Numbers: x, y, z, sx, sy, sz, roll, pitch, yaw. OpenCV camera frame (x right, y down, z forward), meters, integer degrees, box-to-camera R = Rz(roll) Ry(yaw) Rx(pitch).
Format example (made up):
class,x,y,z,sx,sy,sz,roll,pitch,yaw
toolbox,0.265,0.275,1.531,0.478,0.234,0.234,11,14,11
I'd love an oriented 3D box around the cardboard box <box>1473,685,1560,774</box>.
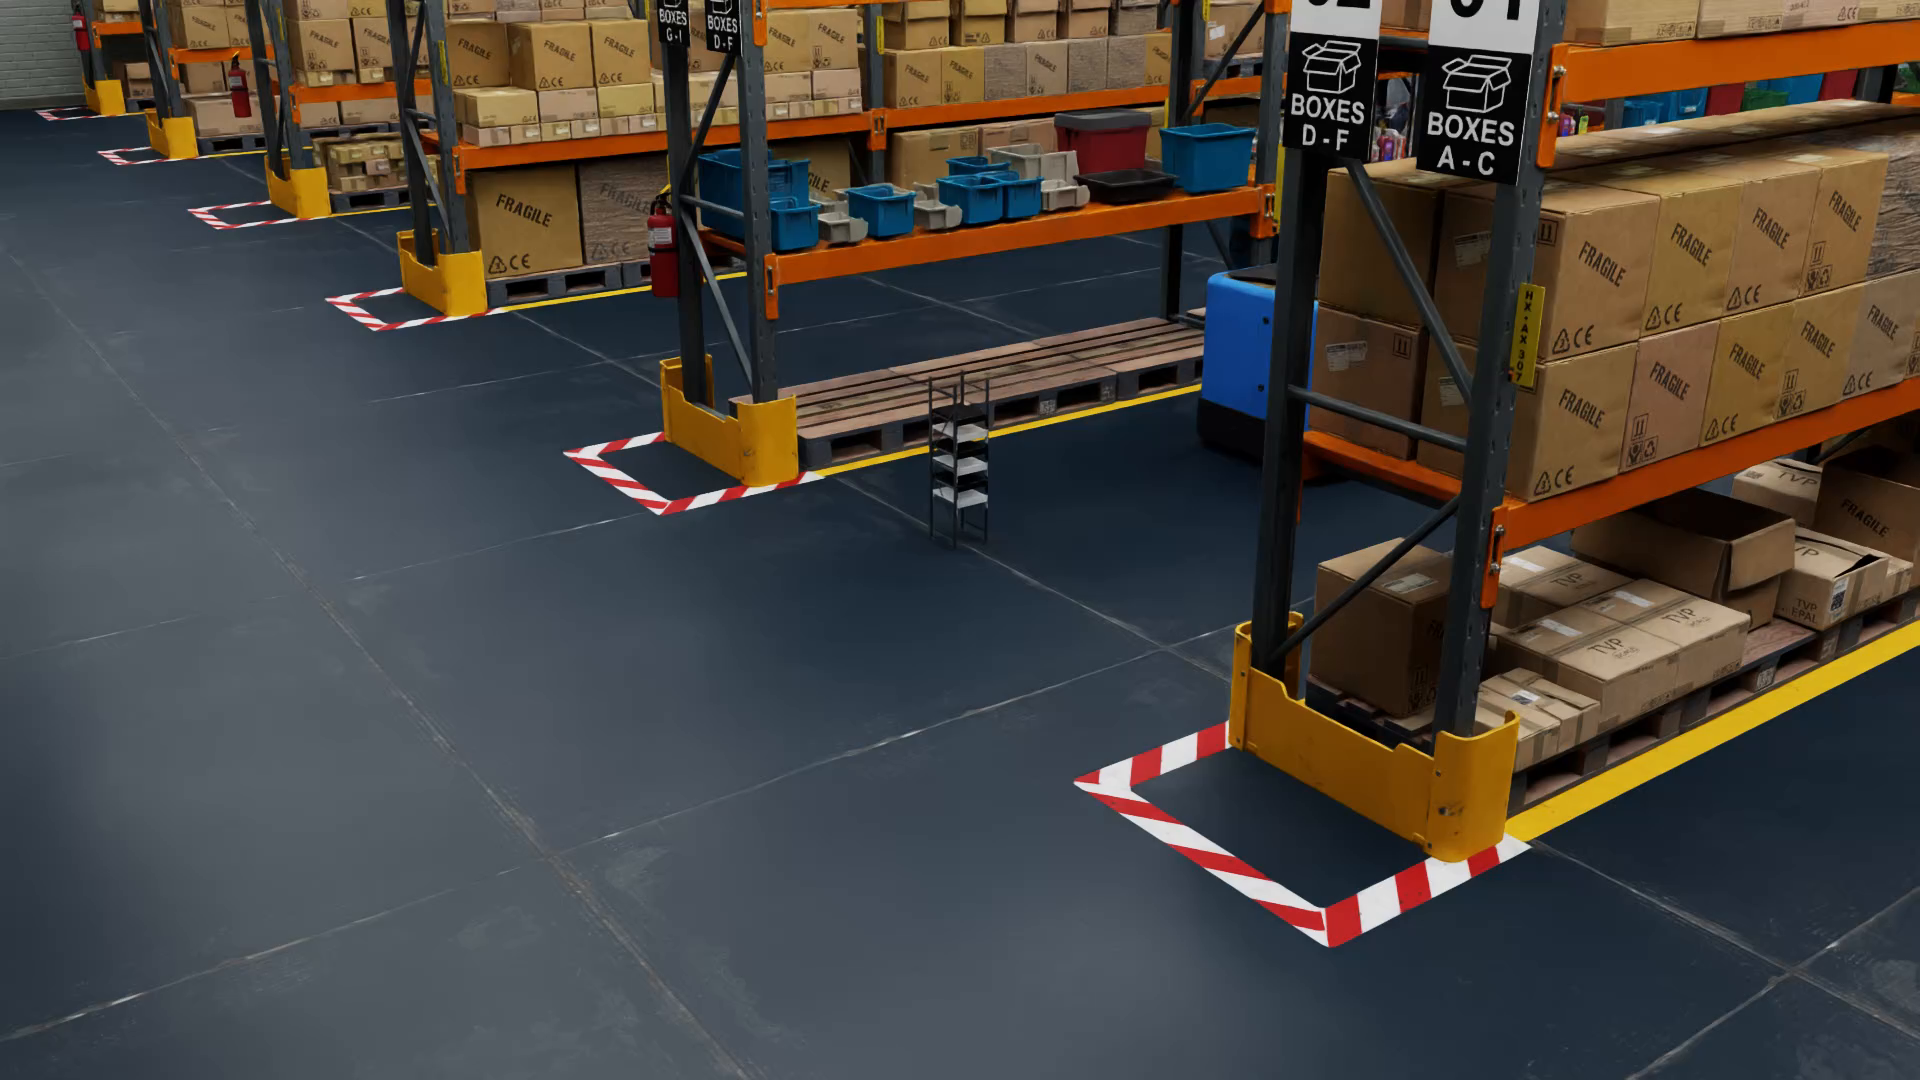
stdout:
class,x,y,z,sx,sy,sz,roll,pitch,yaw
cardboard box,2.035,0.714,6.312,0.250,0.149,0.380,-15,26,-33

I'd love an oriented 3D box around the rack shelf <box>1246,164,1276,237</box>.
class,x,y,z,sx,sy,sz,roll,pitch,yaw
rack shelf,3.475,-2.874,13.022,4.000,0.370,1.077,-15,26,-33

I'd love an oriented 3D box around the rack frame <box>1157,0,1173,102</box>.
class,x,y,z,sx,sy,sz,roll,pitch,yaw
rack frame,2.638,-7.511,23.671,0.127,3.000,1.000,-15,26,-33

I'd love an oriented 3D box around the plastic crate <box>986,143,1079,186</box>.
class,x,y,z,sx,sy,sz,roll,pitch,yaw
plastic crate,0.504,-2.473,11.125,0.530,0.282,0.437,-15,26,-33

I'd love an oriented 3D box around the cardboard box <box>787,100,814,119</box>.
class,x,y,z,sx,sy,sz,roll,pitch,yaw
cardboard box,-1.515,-3.873,14.893,0.250,0.149,0.380,-15,26,-34

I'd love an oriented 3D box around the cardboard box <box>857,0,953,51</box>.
class,x,y,z,sx,sy,sz,roll,pitch,yaw
cardboard box,-0.528,-4.918,15.686,0.637,0.503,0.797,-16,27,-34

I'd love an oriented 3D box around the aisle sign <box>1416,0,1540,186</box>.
class,x,y,z,sx,sy,sz,roll,pitch,yaw
aisle sign,1.610,-1.523,5.157,0.004,0.787,0.394,-15,26,-33

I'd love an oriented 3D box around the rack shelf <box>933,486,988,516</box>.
class,x,y,z,sx,sy,sz,roll,pitch,yaw
rack shelf,-0.007,-0.218,8.804,0.200,0.077,0.258,-15,26,-33

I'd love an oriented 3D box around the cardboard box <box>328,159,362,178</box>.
class,x,y,z,sx,sy,sz,roll,pitch,yaw
cardboard box,-6.528,-3.959,17.648,0.250,0.149,0.380,-14,26,-31

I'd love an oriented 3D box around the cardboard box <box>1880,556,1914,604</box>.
class,x,y,z,sx,sy,sz,roll,pitch,yaw
cardboard box,4.175,0.144,7.742,0.250,0.149,0.380,-15,26,-33

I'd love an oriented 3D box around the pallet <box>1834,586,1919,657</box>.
class,x,y,z,sx,sy,sz,roll,pitch,yaw
pallet,4.183,0.160,8.212,1.213,0.211,1.003,-15,26,-33

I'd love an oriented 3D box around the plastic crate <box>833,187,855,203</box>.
class,x,y,z,sx,sy,sz,roll,pitch,yaw
plastic crate,-0.596,-2.104,10.397,0.243,0.136,0.396,-15,26,-33

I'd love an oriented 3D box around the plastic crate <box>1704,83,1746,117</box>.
class,x,y,z,sx,sy,sz,roll,pitch,yaw
plastic crate,6.588,-3.928,14.607,0.583,0.464,0.402,-15,26,-33

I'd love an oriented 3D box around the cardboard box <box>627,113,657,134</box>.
class,x,y,z,sx,sy,sz,roll,pitch,yaw
cardboard box,-2.765,-3.539,14.058,0.250,0.149,0.380,-15,26,-33

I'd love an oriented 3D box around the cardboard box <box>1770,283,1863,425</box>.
class,x,y,z,sx,sy,sz,roll,pitch,yaw
cardboard box,3.240,-0.810,6.744,0.500,0.500,0.500,-15,26,-32

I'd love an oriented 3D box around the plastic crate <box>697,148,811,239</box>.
class,x,y,z,sx,sy,sz,roll,pitch,yaw
plastic crate,-1.233,-2.082,9.939,0.499,0.435,0.616,-15,26,-33

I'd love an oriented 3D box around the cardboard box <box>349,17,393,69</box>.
class,x,y,z,sx,sy,sz,roll,pitch,yaw
cardboard box,-6.158,-5.236,17.433,0.500,0.500,0.500,-15,26,-33

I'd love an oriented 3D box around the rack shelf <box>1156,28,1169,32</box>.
class,x,y,z,sx,sy,sz,roll,pitch,yaw
rack shelf,1.014,-6.744,22.720,4.000,0.370,1.077,-15,26,-33

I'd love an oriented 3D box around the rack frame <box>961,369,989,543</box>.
class,x,y,z,sx,sy,sz,roll,pitch,yaw
rack frame,0.076,-0.438,8.780,0.006,0.900,0.240,-15,26,-33

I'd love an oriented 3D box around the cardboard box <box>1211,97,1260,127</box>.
class,x,y,z,sx,sy,sz,roll,pitch,yaw
cardboard box,3.156,-4.794,18.632,0.500,0.250,0.500,-12,25,-27

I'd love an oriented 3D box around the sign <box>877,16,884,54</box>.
class,x,y,z,sx,sy,sz,roll,pitch,yaw
sign,-0.716,-4.537,14.945,0.005,0.325,0.100,-15,26,-33

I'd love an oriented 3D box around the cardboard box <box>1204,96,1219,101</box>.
class,x,y,z,sx,sy,sz,roll,pitch,yaw
cardboard box,3.189,-6.834,24.276,0.875,0.875,0.875,-14,26,-32

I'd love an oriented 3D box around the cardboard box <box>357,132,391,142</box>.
class,x,y,z,sx,sy,sz,roll,pitch,yaw
cardboard box,-6.448,-4.383,18.310,0.250,0.149,0.380,-16,27,-34

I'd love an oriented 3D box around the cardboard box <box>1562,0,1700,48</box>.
class,x,y,z,sx,sy,sz,roll,pitch,yaw
cardboard box,2.059,-1.776,5.456,0.500,0.250,0.500,-15,26,-33

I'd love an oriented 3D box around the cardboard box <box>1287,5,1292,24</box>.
class,x,y,z,sx,sy,sz,roll,pitch,yaw
cardboard box,4.099,-5.837,18.770,0.637,0.503,0.797,-12,25,-27

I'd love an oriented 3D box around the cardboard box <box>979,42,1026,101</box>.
class,x,y,z,sx,sy,sz,roll,pitch,yaw
cardboard box,0.292,-4.553,16.125,0.500,0.500,0.500,-16,27,-34

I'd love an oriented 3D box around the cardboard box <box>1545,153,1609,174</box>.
class,x,y,z,sx,sy,sz,roll,pitch,yaw
cardboard box,2.104,-1.218,6.417,0.500,0.500,0.500,-14,26,-31

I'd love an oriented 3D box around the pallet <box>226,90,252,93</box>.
class,x,y,z,sx,sy,sz,roll,pitch,yaw
pallet,-11.280,-7.030,26.229,1.213,0.211,1.003,-15,26,-33

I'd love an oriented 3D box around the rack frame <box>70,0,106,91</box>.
class,x,y,z,sx,sy,sz,roll,pitch,yaw
rack frame,-12.978,-7.873,24.580,0.127,3.000,1.000,-15,26,-33

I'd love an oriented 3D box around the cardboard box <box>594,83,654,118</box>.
class,x,y,z,sx,sy,sz,roll,pitch,yaw
cardboard box,-2.913,-3.713,13.954,0.500,0.250,0.500,-16,27,-35

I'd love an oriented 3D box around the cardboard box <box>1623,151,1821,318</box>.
class,x,y,z,sx,sy,sz,roll,pitch,yaw
cardboard box,2.837,-1.168,6.292,0.500,0.500,0.500,-15,26,-32

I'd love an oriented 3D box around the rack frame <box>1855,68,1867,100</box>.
class,x,y,z,sx,sy,sz,roll,pitch,yaw
rack frame,8.345,-4.507,16.143,0.127,3.000,1.000,-15,26,-33

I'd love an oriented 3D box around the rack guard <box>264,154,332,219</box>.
class,x,y,z,sx,sy,sz,roll,pitch,yaw
rack guard,-7.041,-3.769,17.667,0.348,0.500,1.175,-15,26,-33

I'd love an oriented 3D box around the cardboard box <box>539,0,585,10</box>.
class,x,y,z,sx,sy,sz,roll,pitch,yaw
cardboard box,-4.496,-6.132,18.330,0.500,0.500,0.500,-16,27,-34

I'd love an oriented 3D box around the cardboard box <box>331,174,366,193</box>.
class,x,y,z,sx,sy,sz,roll,pitch,yaw
cardboard box,-6.491,-3.801,17.656,0.250,0.149,0.380,-14,26,-32

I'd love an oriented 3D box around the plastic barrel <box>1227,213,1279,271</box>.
class,x,y,z,sx,sy,sz,roll,pitch,yaw
plastic barrel,2.303,-2.108,12.397,0.708,0.901,0.600,-15,26,-33

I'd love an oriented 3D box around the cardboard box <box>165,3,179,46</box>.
class,x,y,z,sx,sy,sz,roll,pitch,yaw
cardboard box,-9.839,-6.611,21.282,0.500,0.500,0.500,-15,26,-33

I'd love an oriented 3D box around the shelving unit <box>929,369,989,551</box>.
class,x,y,z,sx,sy,sz,roll,pitch,yaw
shelving unit,-0.007,-0.416,8.725,0.210,0.900,0.258,-15,26,-33

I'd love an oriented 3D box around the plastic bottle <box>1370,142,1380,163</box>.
class,x,y,z,sx,sy,sz,roll,pitch,yaw
plastic bottle,3.015,-2.807,12.150,0.097,0.201,0.097,0,22,0

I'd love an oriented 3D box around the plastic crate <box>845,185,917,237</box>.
class,x,y,z,sx,sy,sz,roll,pitch,yaw
plastic crate,-0.469,-1.956,9.896,0.300,0.233,0.416,-15,26,-33

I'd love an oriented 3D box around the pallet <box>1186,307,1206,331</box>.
class,x,y,z,sx,sy,sz,roll,pitch,yaw
pallet,2.502,-1.634,12.707,1.213,0.211,1.003,-15,26,-33

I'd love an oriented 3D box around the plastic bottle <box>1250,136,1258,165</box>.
class,x,y,z,sx,sy,sz,roll,pitch,yaw
plastic bottle,2.204,-2.909,12.408,0.097,0.201,0.097,0,22,0

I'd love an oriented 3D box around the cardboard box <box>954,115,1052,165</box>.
class,x,y,z,sx,sy,sz,roll,pitch,yaw
cardboard box,0.191,-3.812,16.701,0.875,0.875,1.225,-16,27,-35

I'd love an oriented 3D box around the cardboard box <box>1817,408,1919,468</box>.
class,x,y,z,sx,sy,sz,roll,pitch,yaw
cardboard box,4.974,-0.520,8.932,0.500,0.500,0.500,-15,26,-33

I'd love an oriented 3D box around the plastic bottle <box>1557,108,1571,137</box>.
class,x,y,z,sx,sy,sz,roll,pitch,yaw
plastic bottle,4.832,-3.321,13.329,0.133,0.283,0.061,-15,26,-33

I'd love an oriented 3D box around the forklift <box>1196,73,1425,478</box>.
class,x,y,z,sx,sy,sz,roll,pitch,yaw
forklift,2.975,-2.132,10.286,3.031,2.935,1.130,-15,26,-32

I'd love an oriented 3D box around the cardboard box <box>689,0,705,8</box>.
class,x,y,z,sx,sy,sz,roll,pitch,yaw
cardboard box,-3.045,-6.143,19.213,0.250,0.149,0.380,-14,26,-31

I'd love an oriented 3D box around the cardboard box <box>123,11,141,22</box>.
class,x,y,z,sx,sy,sz,roll,pitch,yaw
cardboard box,-12.372,-7.814,24.771,0.250,0.149,0.380,-14,26,-32

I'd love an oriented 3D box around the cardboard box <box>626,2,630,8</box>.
class,x,y,z,sx,sy,sz,roll,pitch,yaw
cardboard box,-5.066,-7.752,23.804,0.500,0.250,0.500,-16,27,-34

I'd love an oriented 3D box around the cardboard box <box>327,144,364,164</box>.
class,x,y,z,sx,sy,sz,roll,pitch,yaw
cardboard box,-6.479,-4.072,17.531,0.250,0.149,0.380,-16,27,-35

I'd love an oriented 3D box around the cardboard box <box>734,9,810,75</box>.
class,x,y,z,sx,sy,sz,roll,pitch,yaw
cardboard box,-1.668,-4.395,14.652,0.500,0.500,0.500,-15,26,-32

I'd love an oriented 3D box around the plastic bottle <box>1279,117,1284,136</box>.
class,x,y,z,sx,sy,sz,roll,pitch,yaw
plastic bottle,2.406,-3.050,12.558,0.185,0.351,0.144,-15,26,-33

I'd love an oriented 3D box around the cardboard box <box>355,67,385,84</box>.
class,x,y,z,sx,sy,sz,roll,pitch,yaw
cardboard box,-6.217,-4.878,17.412,0.250,0.149,0.380,-16,27,-34

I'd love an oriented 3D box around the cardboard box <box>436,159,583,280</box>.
class,x,y,z,sx,sy,sz,roll,pitch,yaw
cardboard box,-3.816,-2.770,14.091,0.875,0.875,0.875,-15,26,-33

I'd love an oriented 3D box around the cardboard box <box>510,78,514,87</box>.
class,x,y,z,sx,sy,sz,roll,pitch,yaw
cardboard box,-3.638,-3.762,14.078,0.500,0.250,0.500,-15,26,-34

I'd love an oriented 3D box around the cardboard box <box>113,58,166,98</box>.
class,x,y,z,sx,sy,sz,roll,pitch,yaw
cardboard box,-12.426,-7.013,25.225,0.637,0.503,0.797,-16,27,-35

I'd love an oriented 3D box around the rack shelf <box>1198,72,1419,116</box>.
class,x,y,z,sx,sy,sz,roll,pitch,yaw
rack shelf,3.829,-5.230,18.926,4.000,0.370,1.077,-15,26,-33

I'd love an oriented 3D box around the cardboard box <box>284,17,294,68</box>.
class,x,y,z,sx,sy,sz,roll,pitch,yaw
cardboard box,-6.889,-5.273,17.526,0.500,0.500,0.500,-14,26,-32
